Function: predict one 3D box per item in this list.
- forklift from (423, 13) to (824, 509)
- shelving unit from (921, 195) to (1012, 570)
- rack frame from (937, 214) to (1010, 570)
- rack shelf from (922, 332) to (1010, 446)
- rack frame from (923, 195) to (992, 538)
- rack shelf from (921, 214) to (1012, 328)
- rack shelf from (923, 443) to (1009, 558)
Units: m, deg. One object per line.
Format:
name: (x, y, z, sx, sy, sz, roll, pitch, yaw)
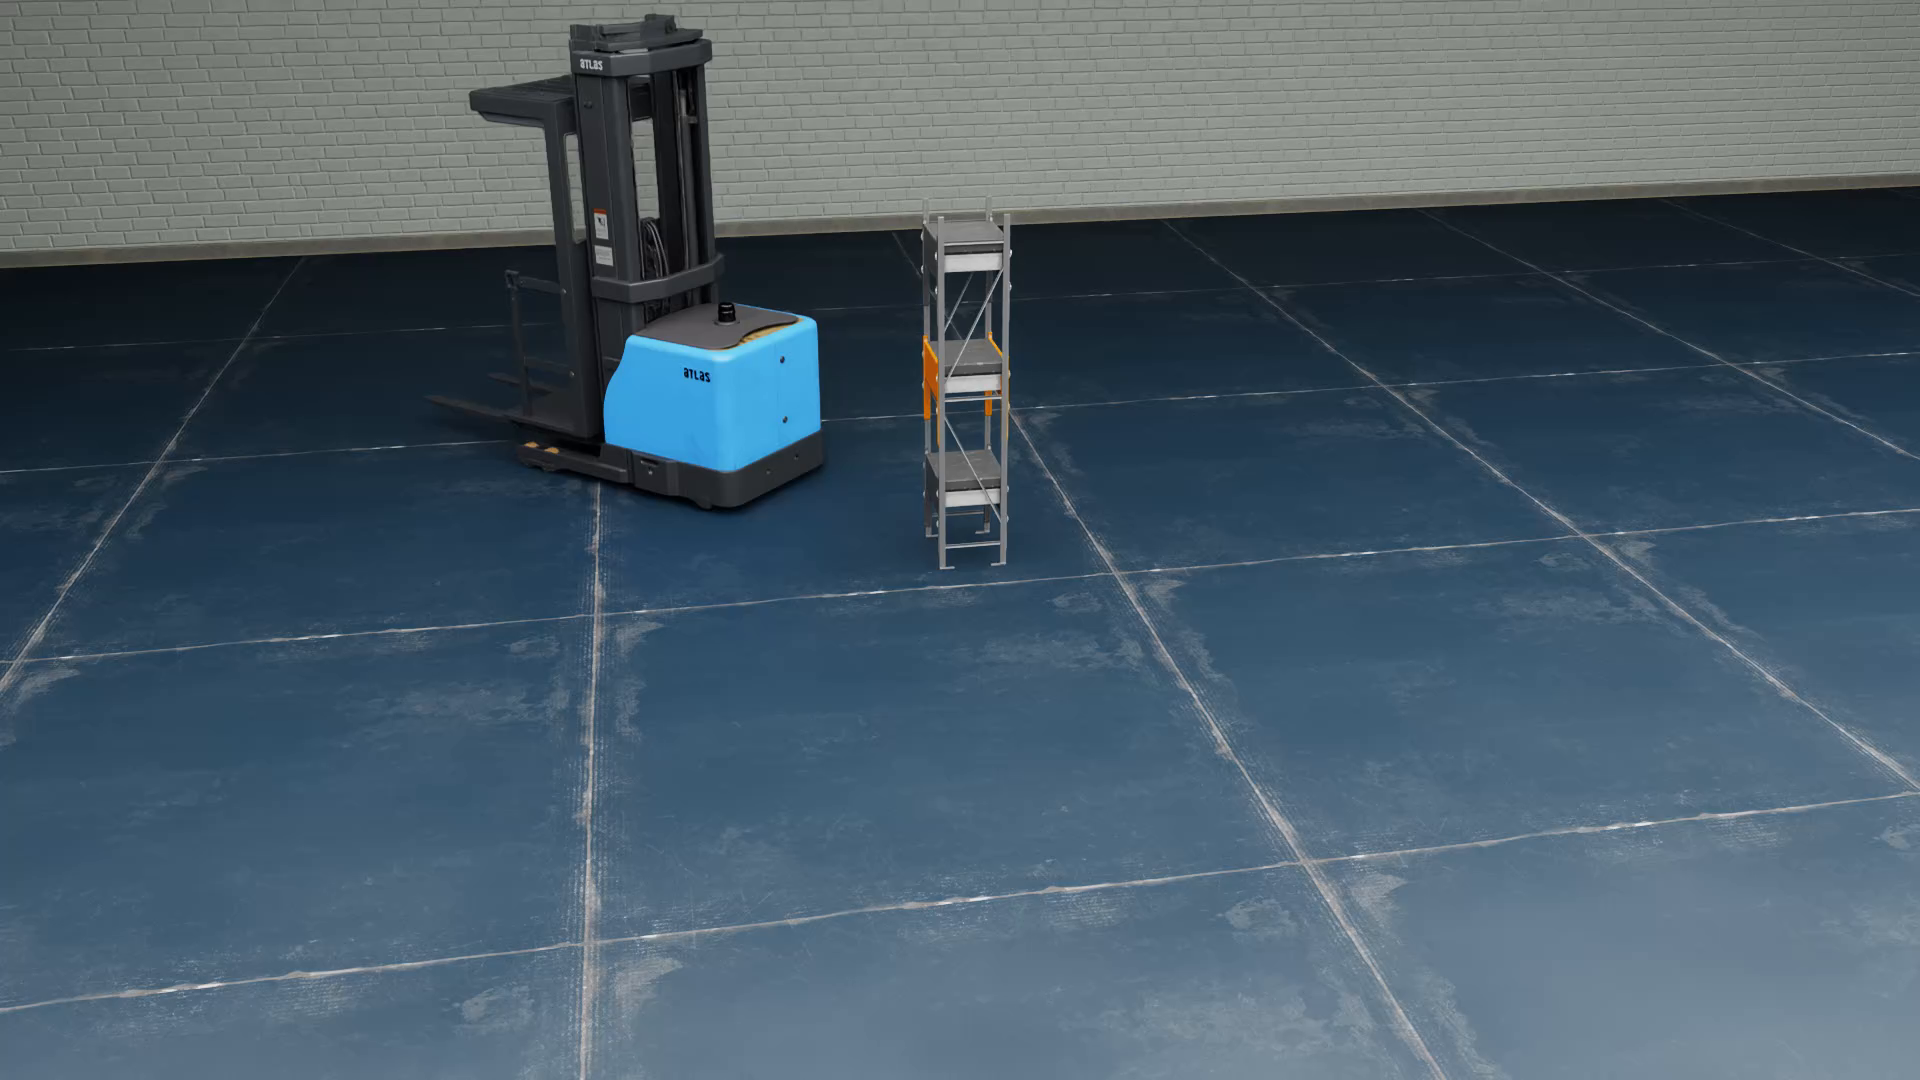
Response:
forklift: (-2.442, -1.967, 11.092, 3.031, 2.935, 1.130, 14, 27, 29)
shelving unit: (0.031, -0.897, 9.681, 0.431, 2.100, 0.503, -4, 24, -10)
rack frame: (0.076, -0.801, 9.461, 0.400, 2.100, 0.015, -4, 24, -10)
rack shelf: (0.031, -0.885, 9.686, 0.431, 0.518, 0.480, -4, 24, -10)
rack frame: (-0.015, -0.993, 9.900, 0.400, 2.100, 0.015, -4, 24, -10)
rack shelf: (0.031, -1.526, 9.406, 0.431, 0.518, 0.480, -4, 24, -10)
rack shelf: (0.031, -0.243, 9.966, 0.431, 0.518, 0.480, -4, 24, -10)
